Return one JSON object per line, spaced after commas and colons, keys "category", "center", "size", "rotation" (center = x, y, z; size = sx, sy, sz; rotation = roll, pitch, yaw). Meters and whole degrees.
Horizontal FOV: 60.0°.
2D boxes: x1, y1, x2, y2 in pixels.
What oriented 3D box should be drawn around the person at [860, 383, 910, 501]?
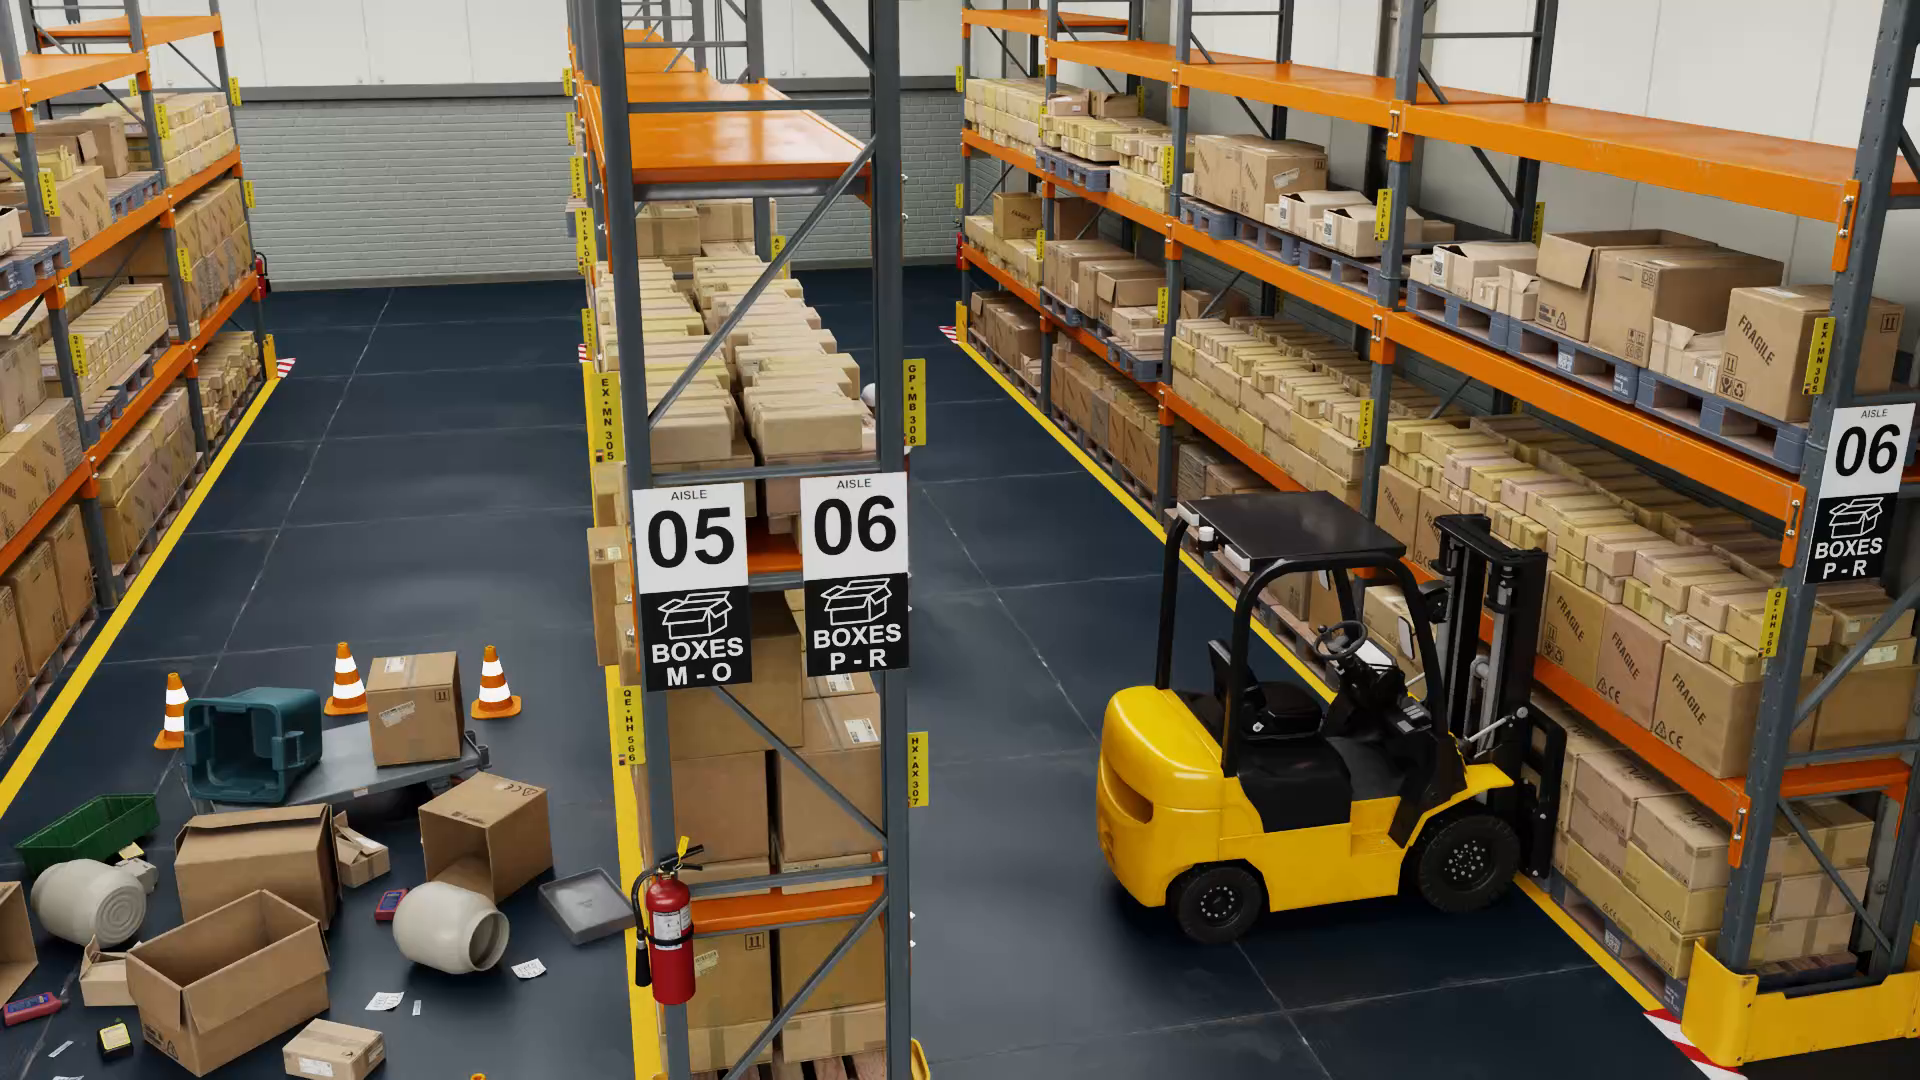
{"category": "person", "center": [-0.791, -0.468, 13.617], "size": [0.575, 1.725, 0.872], "rotation": [-14, 24, -34]}
